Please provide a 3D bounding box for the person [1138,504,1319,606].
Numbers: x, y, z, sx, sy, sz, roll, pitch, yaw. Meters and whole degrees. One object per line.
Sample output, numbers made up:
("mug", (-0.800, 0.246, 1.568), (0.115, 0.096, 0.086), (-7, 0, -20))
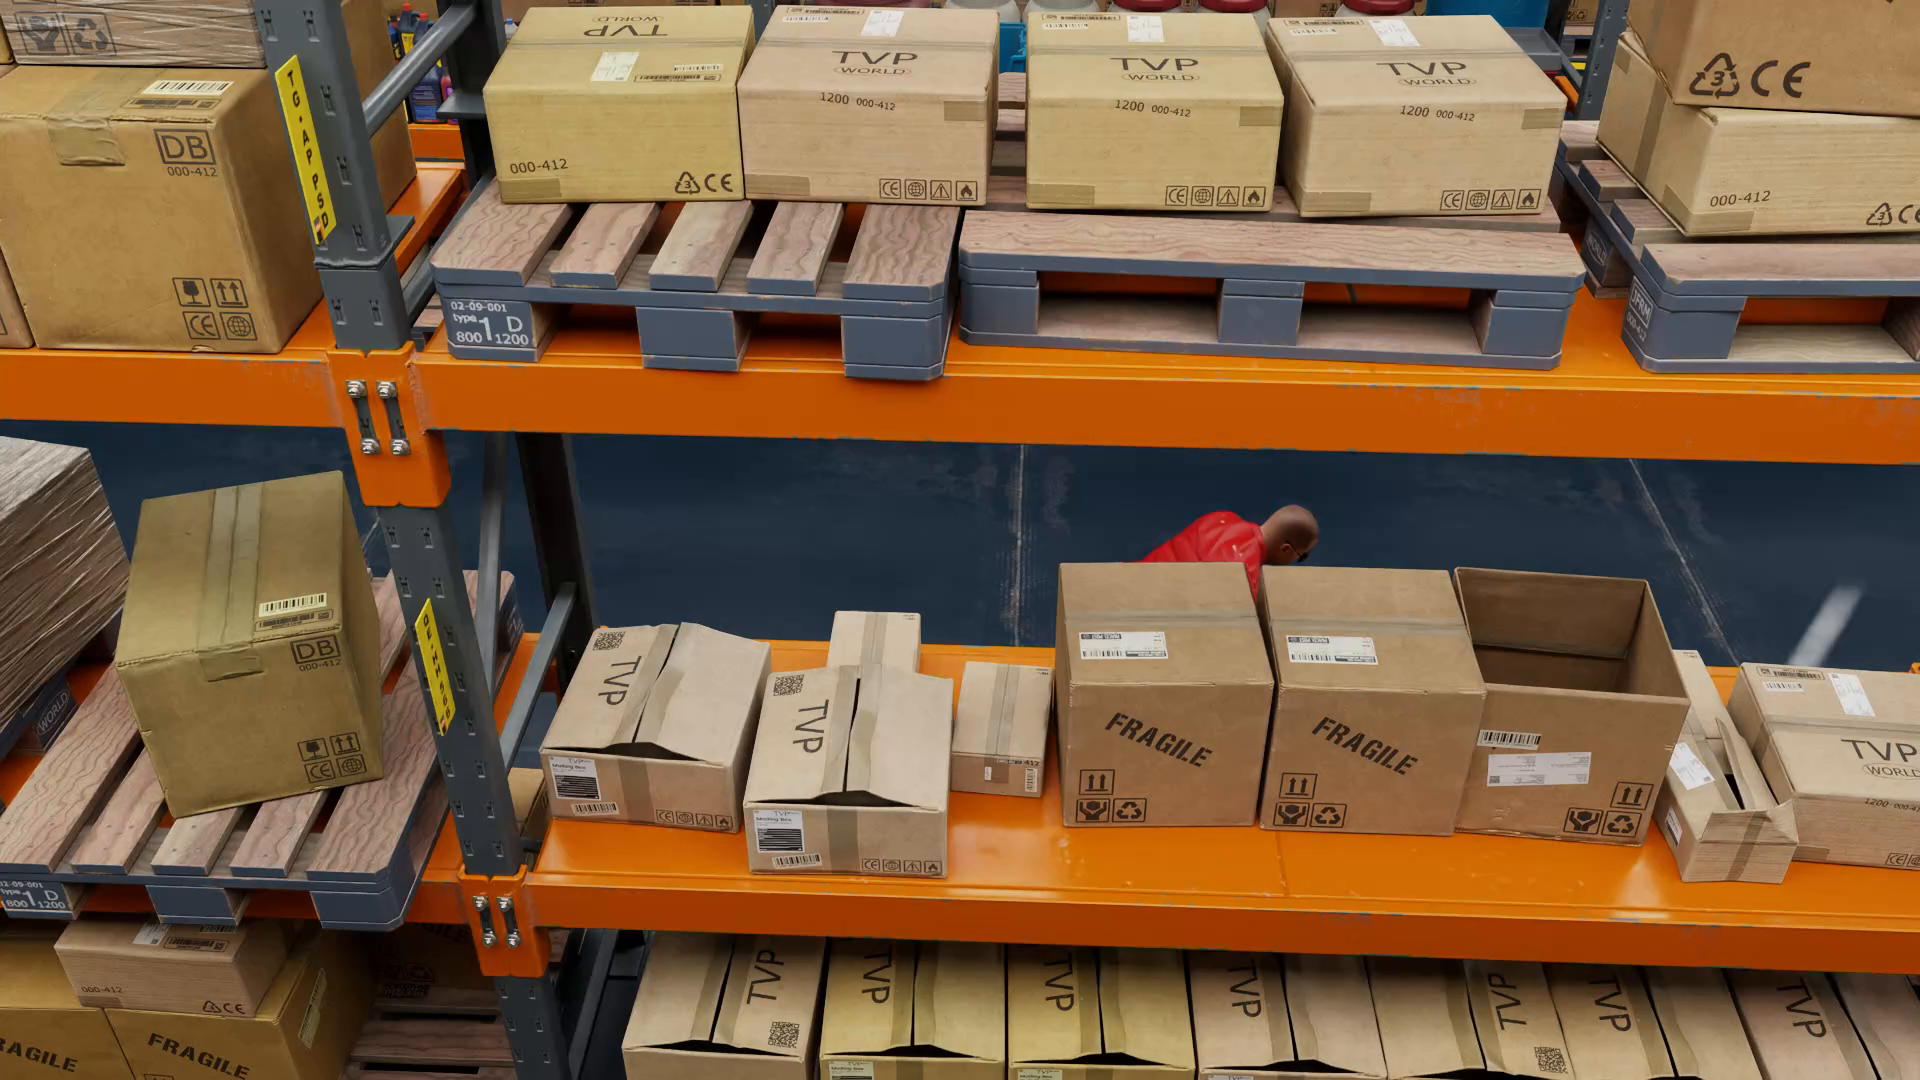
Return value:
("person", (0.880, 0.343, 6.220), (0.831, 1.106, 0.569), (2, 35, 3))
